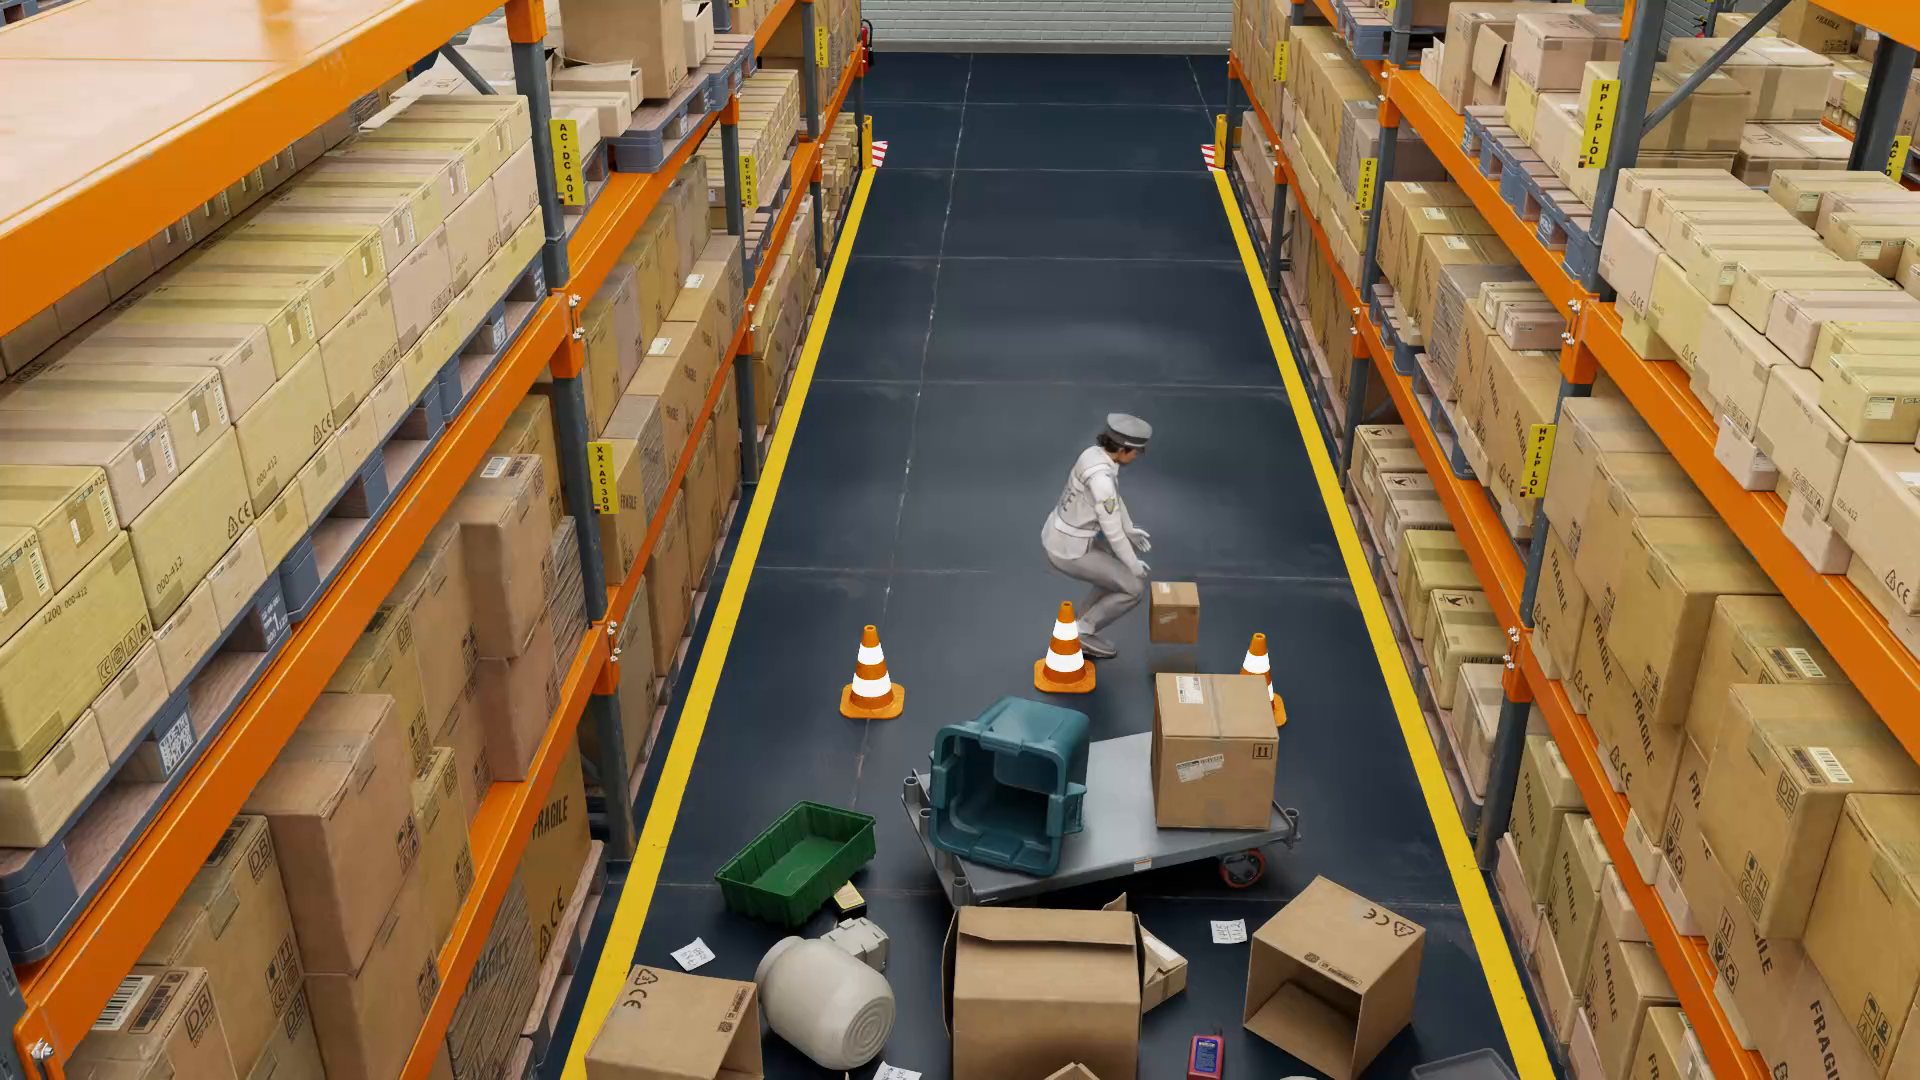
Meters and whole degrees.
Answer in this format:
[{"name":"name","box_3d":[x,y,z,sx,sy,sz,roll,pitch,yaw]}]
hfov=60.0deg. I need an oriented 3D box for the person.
[{"name":"person","box_3d":[0.743,0.018,9.007,0.609,1.484,0.533,1,28,2]}]
